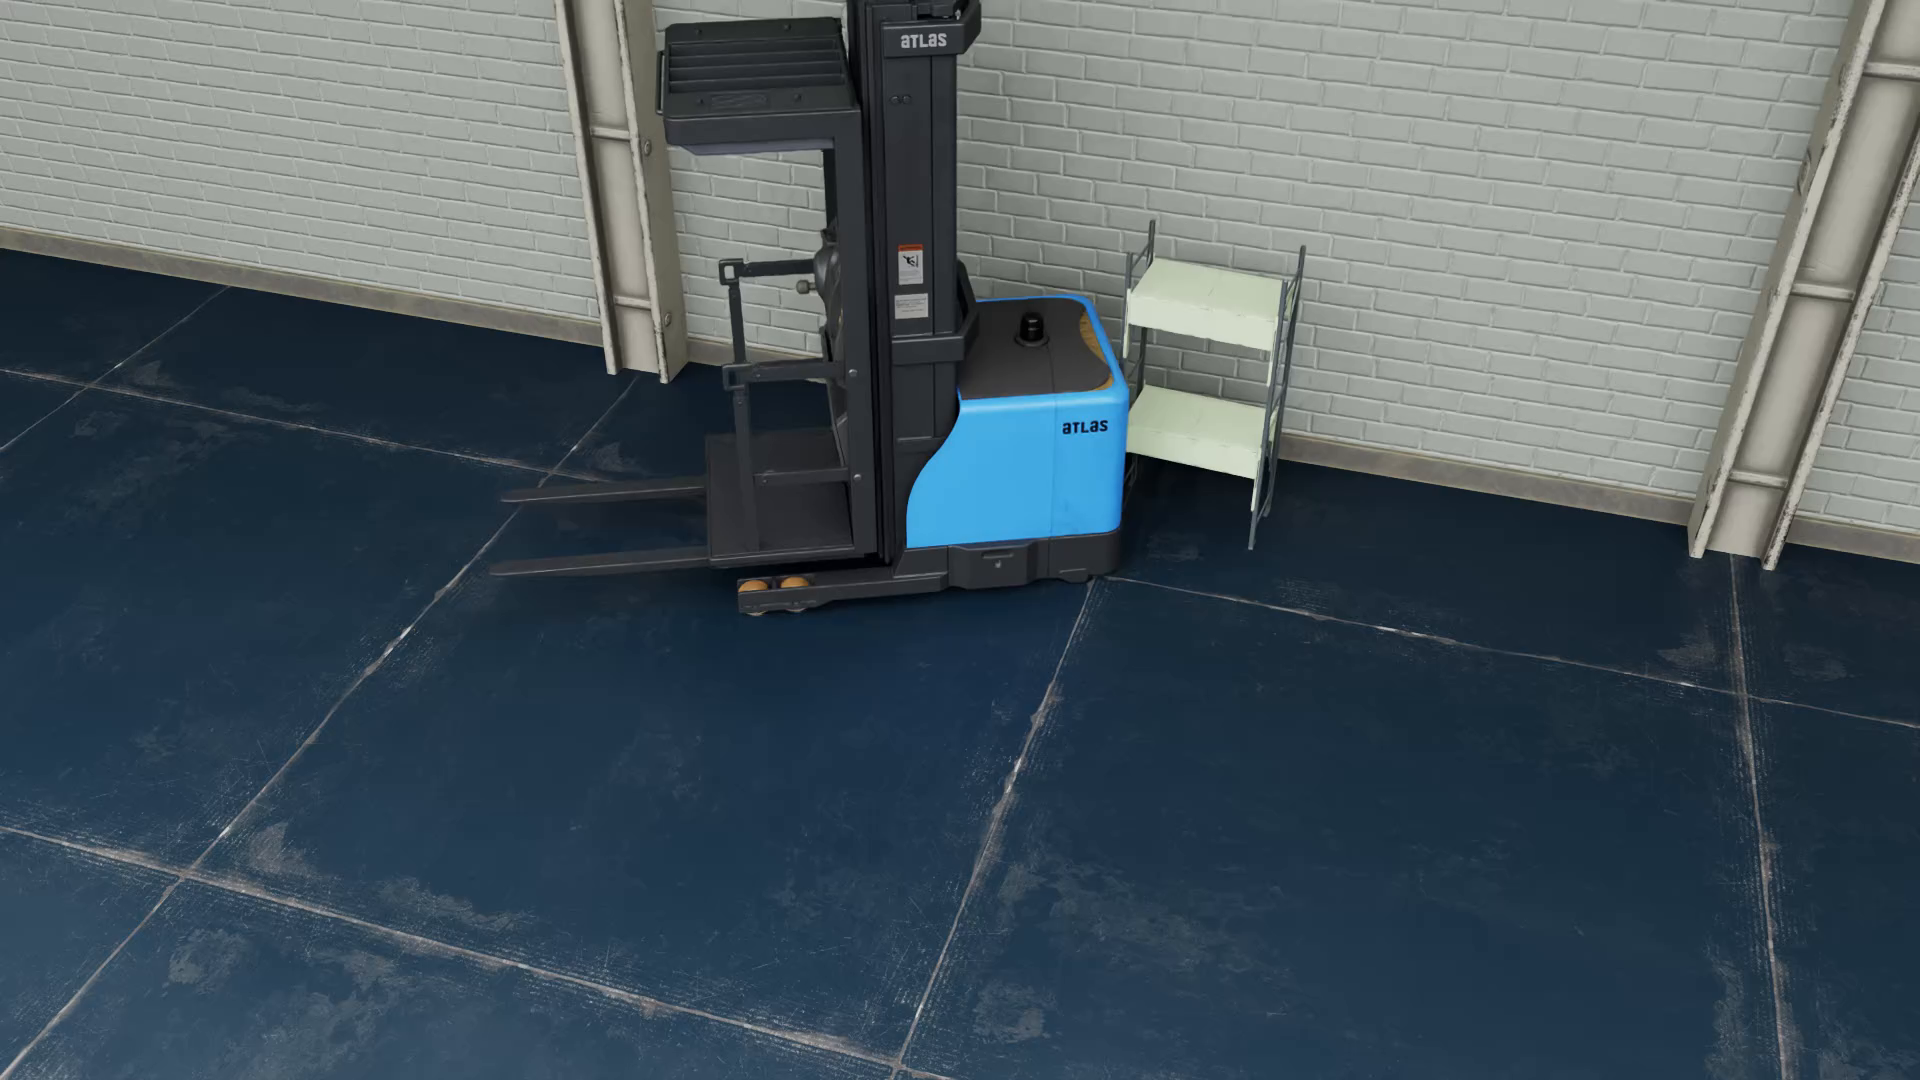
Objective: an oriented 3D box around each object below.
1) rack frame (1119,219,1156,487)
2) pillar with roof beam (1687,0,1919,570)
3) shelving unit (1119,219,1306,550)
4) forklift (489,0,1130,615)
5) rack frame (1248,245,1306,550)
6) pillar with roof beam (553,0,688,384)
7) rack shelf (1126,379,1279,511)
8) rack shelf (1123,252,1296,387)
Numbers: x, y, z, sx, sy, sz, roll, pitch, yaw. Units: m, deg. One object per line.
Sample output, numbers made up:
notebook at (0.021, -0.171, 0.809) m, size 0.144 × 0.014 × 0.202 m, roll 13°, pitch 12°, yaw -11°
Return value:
rack frame at (0.857, -0.828, 8.294) m, size 0.023 × 1.500 × 0.400 m, roll 14°, pitch 38°, yaw 18°
pillar with roof beam at (2.605, -1.159, 2.418) m, size 0.400 × 9.000 × 9.100 m, roll 10°, pitch 38°, yaw 14°
shelving unit at (1.196, -0.746, 8.183) m, size 0.755 × 1.500 × 0.431 m, roll 14°, pitch 38°, yaw 18°
forklift at (-0.767, -1.156, 7.533) m, size 3.031 × 2.935 × 1.130 m, roll -5°, pitch 37°, yaw -6°
rack frame at (1.535, -0.664, 8.072) m, size 0.023 × 1.500 × 0.400 m, roll 14°, pitch 38°, yaw 18°
pillar with roof beam at (-3.122, -2.219, 3.859) m, size 0.400 × 9.000 × 9.100 m, roll 10°, pitch 38°, yaw 14°
rack shelf at (1.196, -0.484, 8.377) m, size 0.720 × 0.370 × 0.431 m, roll 14°, pitch 38°, yaw 18°
rack shelf at (1.196, -1.060, 7.952) m, size 0.720 × 0.370 × 0.431 m, roll 14°, pitch 38°, yaw 18°
